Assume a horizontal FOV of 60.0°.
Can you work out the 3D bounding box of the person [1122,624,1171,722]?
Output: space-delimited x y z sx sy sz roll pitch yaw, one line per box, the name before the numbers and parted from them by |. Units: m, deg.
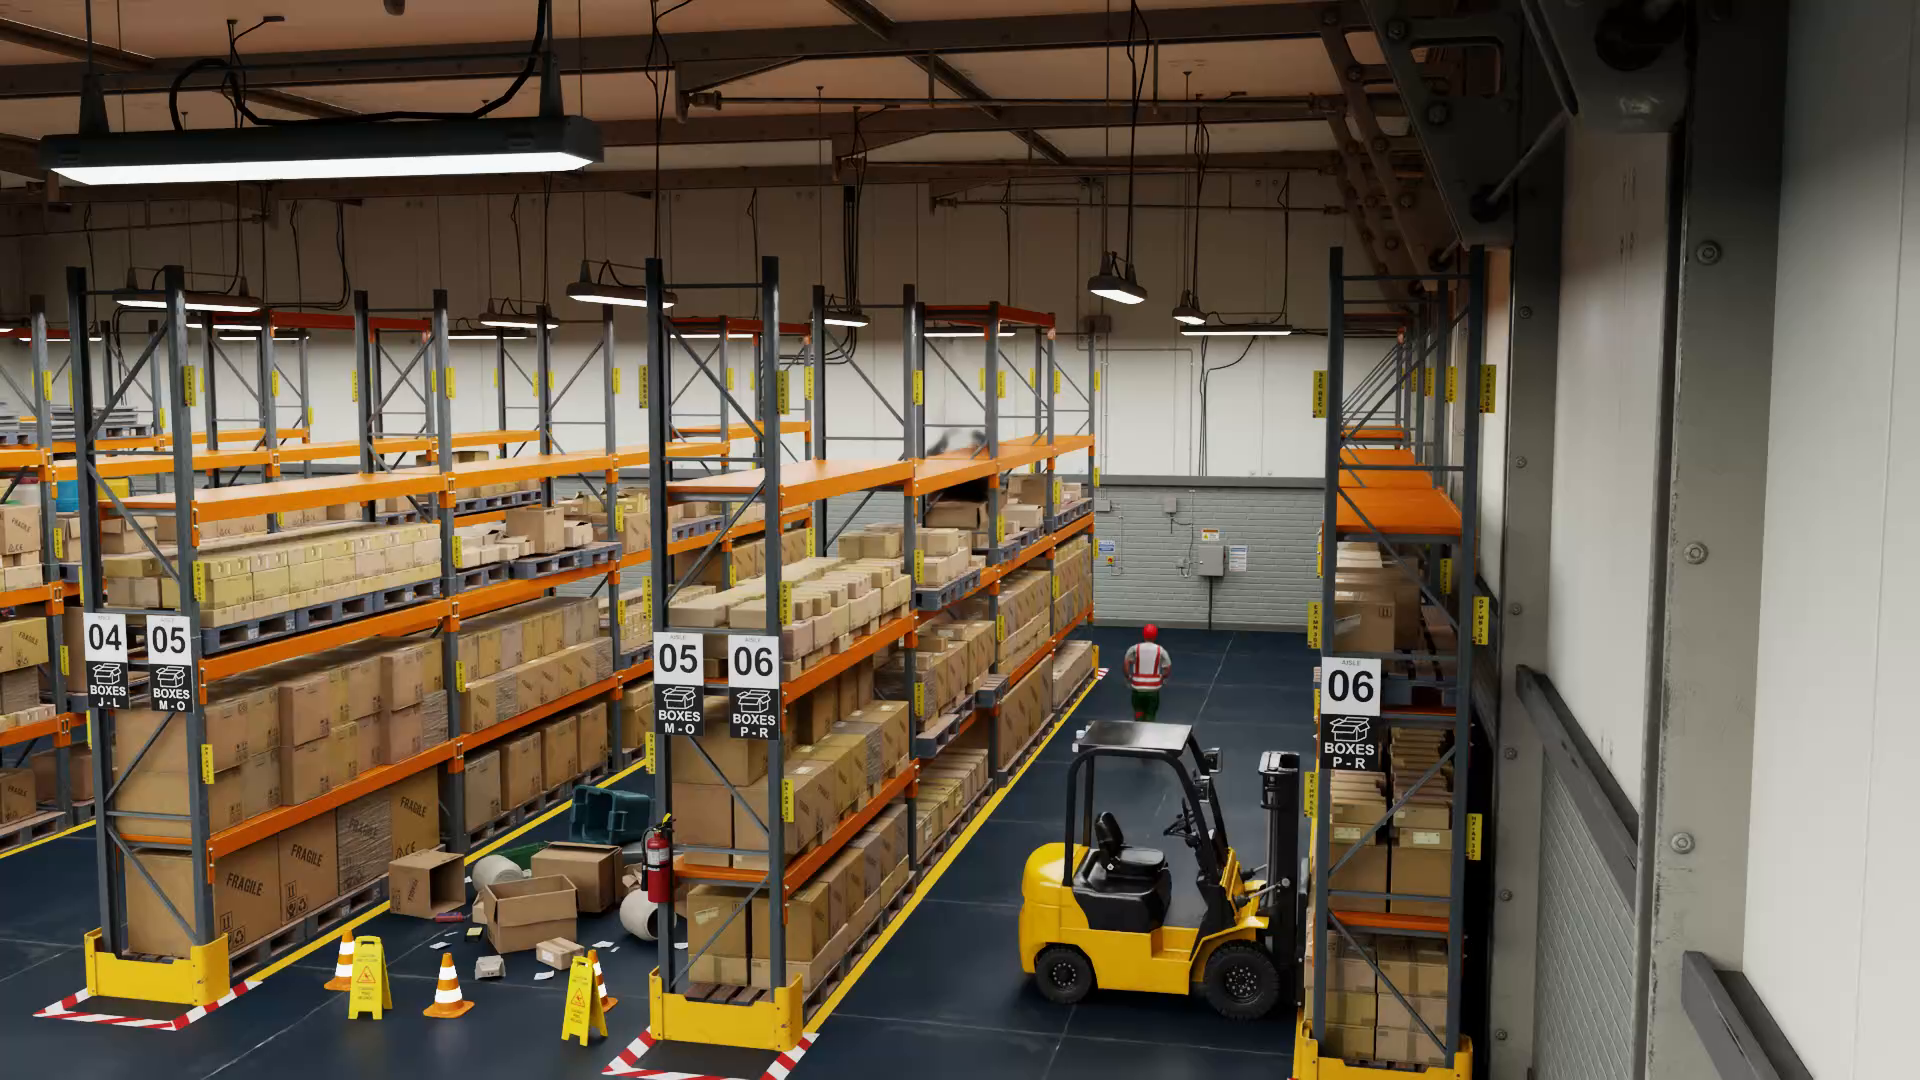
person | 2.552 2.004 22.723 0.654 1.744 0.532 1 6 8
